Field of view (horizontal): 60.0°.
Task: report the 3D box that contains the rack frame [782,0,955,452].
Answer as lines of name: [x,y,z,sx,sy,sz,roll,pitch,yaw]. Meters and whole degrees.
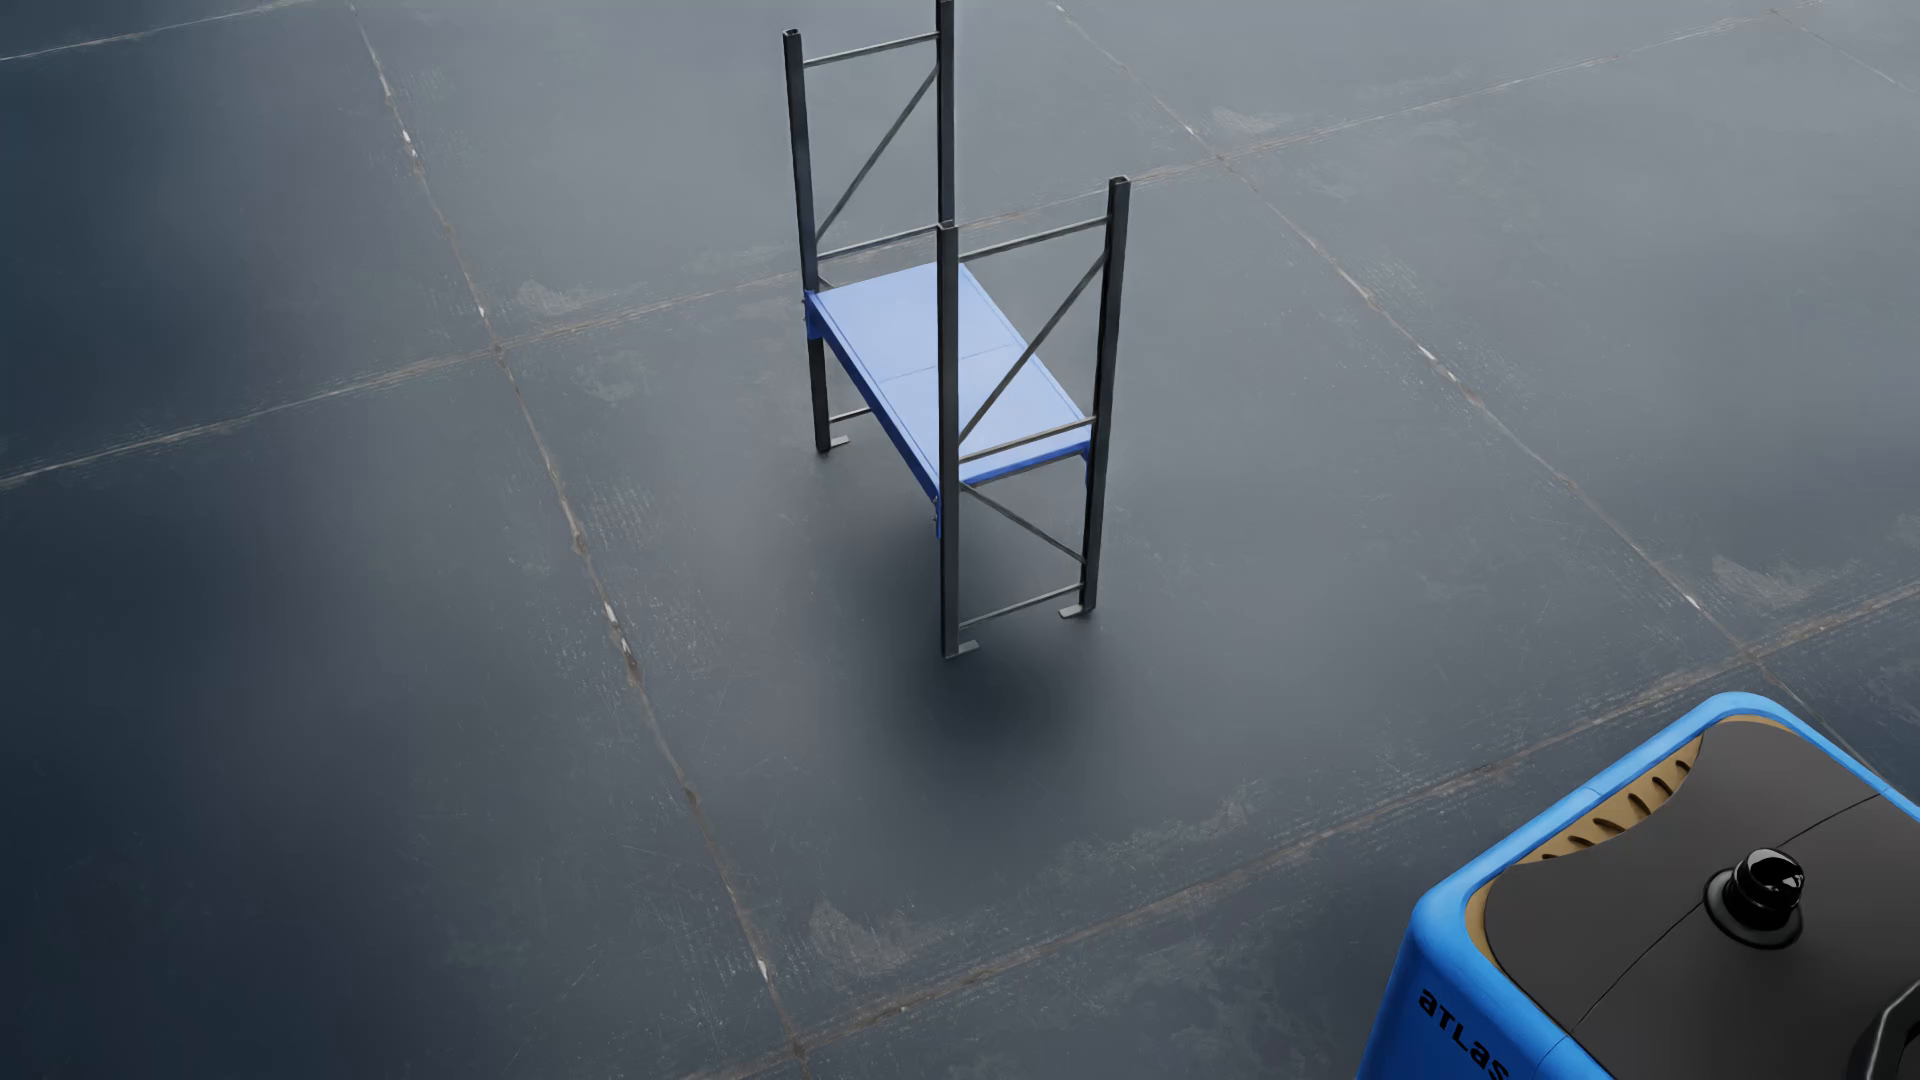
rack frame: [-0.250,-0.912,5.107,0.500,1.500,0.032,-18,47,-17]

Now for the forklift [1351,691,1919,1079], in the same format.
forklift: [2.066,1.053,2.096,1.130,2.935,3.031,-26,50,-24]

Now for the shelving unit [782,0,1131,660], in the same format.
shelving unit: [-0.036,-0.588,4.778,0.538,1.500,1.048,-18,47,-17]

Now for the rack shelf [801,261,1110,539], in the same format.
rack shelf: [-0.036,-0.460,4.905,0.538,0.185,1.000,-18,47,-17]

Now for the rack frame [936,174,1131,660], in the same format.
rack frame: [0.178,-0.264,4.450,0.500,1.500,0.032,-18,47,-17]
